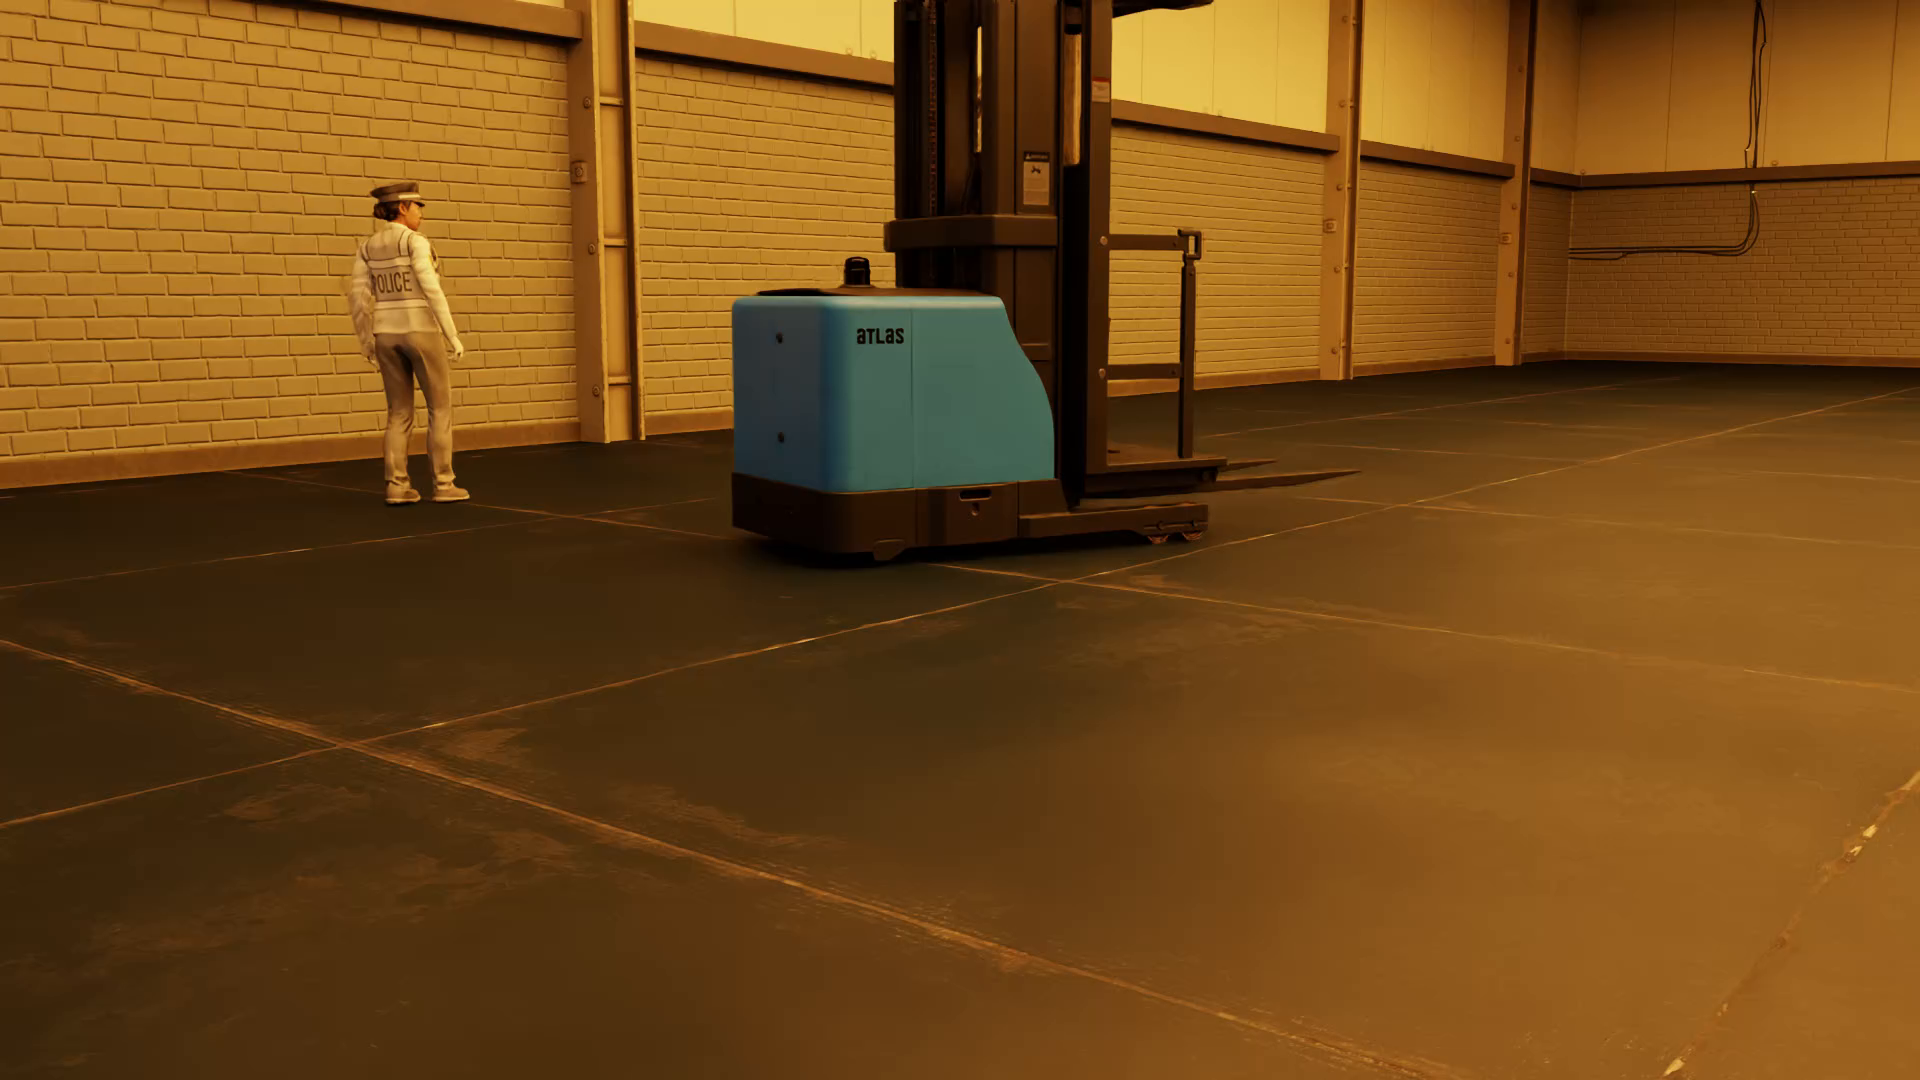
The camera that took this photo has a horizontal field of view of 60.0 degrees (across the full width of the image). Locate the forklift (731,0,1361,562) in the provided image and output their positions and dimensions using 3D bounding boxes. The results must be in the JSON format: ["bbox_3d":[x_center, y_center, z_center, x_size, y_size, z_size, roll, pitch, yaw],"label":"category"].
[{"bbox_3d":[0.518,-1.498,7.522,3.031,2.935,1.130,-5,10,-31],"label":"forklift"}]

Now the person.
[{"bbox_3d":[-2.840,-1.026,8.663,0.630,1.670,0.412,2,9,16],"label":"person"}]
